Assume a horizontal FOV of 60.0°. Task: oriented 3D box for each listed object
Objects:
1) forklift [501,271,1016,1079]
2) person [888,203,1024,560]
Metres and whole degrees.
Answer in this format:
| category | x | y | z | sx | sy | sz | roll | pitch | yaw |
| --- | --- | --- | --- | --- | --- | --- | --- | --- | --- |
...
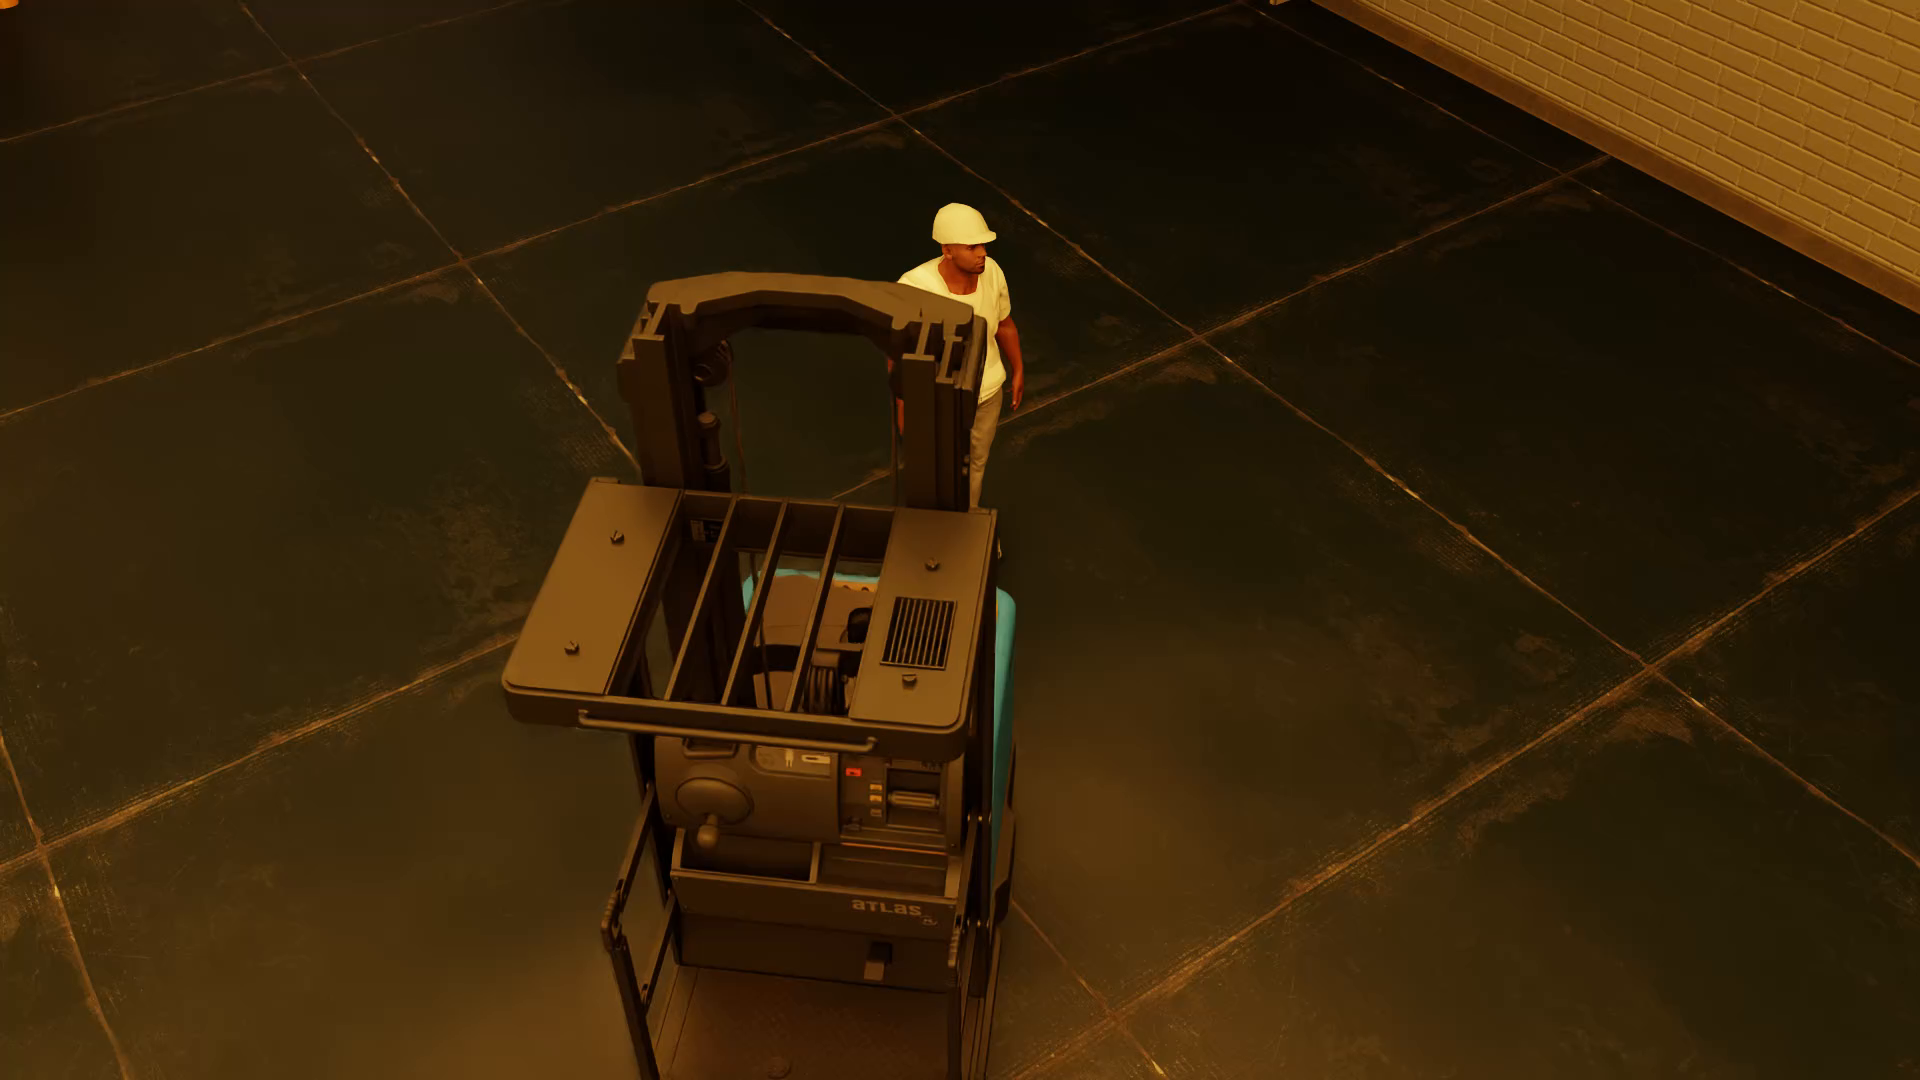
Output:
| category | x | y | z | sx | sy | sz | roll | pitch | yaw |
| --- | --- | --- | --- | --- | --- | --- | --- | --- | --- |
| forklift | -0.476 | 0.836 | 4.809 | 1.130 | 2.935 | 3.031 | 5 | 43 | 5 |
| person | 0.035 | -0.614 | 7.230 | 0.665 | 1.766 | 0.576 | -25 | 48 | -25 |
